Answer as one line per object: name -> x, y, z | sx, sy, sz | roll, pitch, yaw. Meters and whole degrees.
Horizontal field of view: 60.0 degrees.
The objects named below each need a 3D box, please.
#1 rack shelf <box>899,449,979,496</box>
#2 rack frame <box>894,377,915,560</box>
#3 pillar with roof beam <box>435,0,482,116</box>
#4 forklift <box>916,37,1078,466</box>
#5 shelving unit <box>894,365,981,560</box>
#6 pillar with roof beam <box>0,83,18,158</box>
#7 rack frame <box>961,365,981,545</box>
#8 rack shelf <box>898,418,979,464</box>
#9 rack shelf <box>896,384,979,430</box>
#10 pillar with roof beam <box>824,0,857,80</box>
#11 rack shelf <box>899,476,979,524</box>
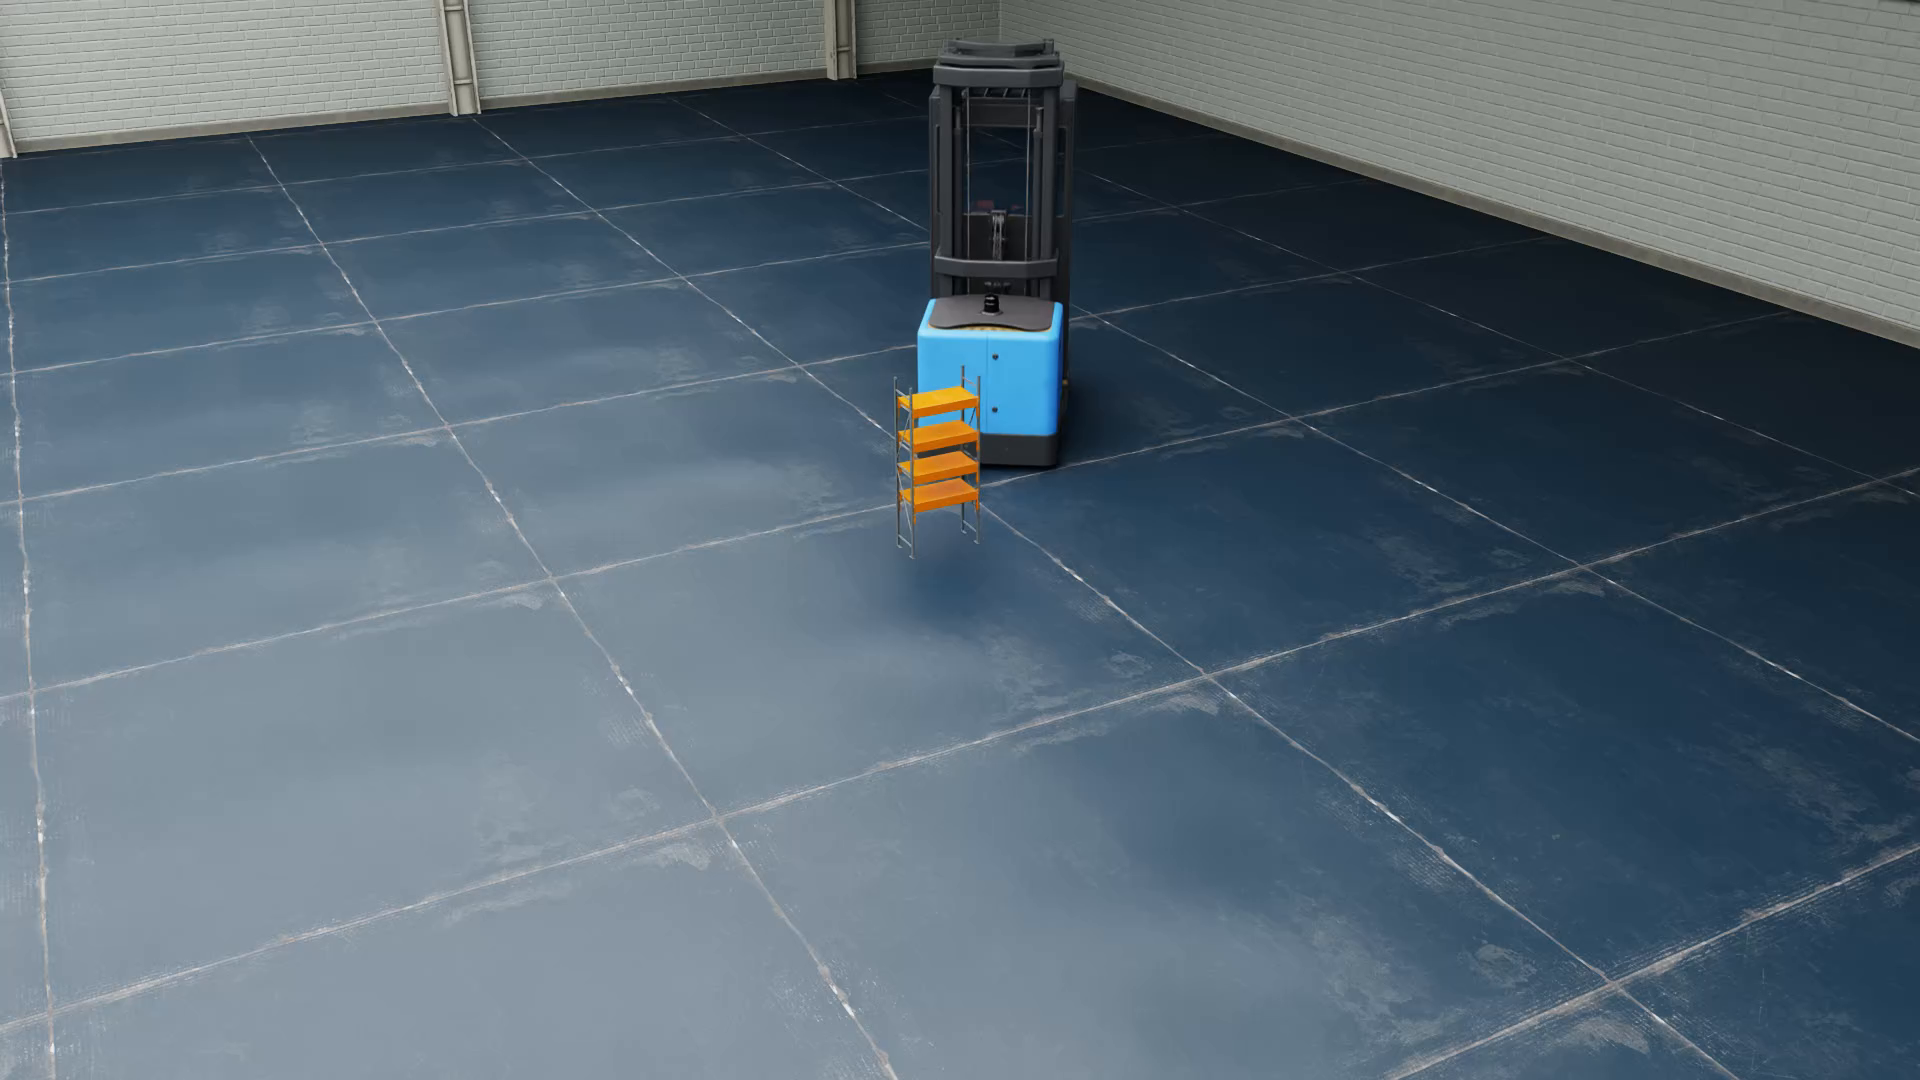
rack shelf -> -0.146, -0.447, 10.949 | 0.480, 0.148, 0.258 | -13, 29, -25
rack frame -> -0.361, -0.457, 10.817 | 0.015, 1.200, 0.240 | -13, 29, -25
pillar with roof beam -> -5.168, -8.624, 18.814 | 0.400, 9.000, 9.100 | -13, 29, -25
forklift -> 0.337, -2.469, 13.005 | 1.130, 2.935, 3.031 | 2, 26, 5
shelving unit -> -0.146, -0.507, 10.920 | 0.503, 1.200, 0.258 | -13, 29, -25
pillar with roof beam -> -10.463, -7.402, 16.269 | 0.400, 9.000, 9.100 | -13, 29, -25
rack frame -> 0.069, -0.557, 11.024 | 0.015, 1.200, 0.240 | -13, 29, -25
rack shelf -> -0.146, -0.648, 10.852 | 0.480, 0.148, 0.258 | -13, 29, -25
rack shelf -> -0.146, -0.861, 10.750 | 0.480, 0.148, 0.258 | -13, 29, -25
pillar with roof beam -> 0.126, -9.846, 21.359 | 0.400, 9.000, 9.100 | -13, 29, -25
rack shelf -> -0.146, -0.268, 11.035 | 0.480, 0.148, 0.258 | -13, 29, -25
